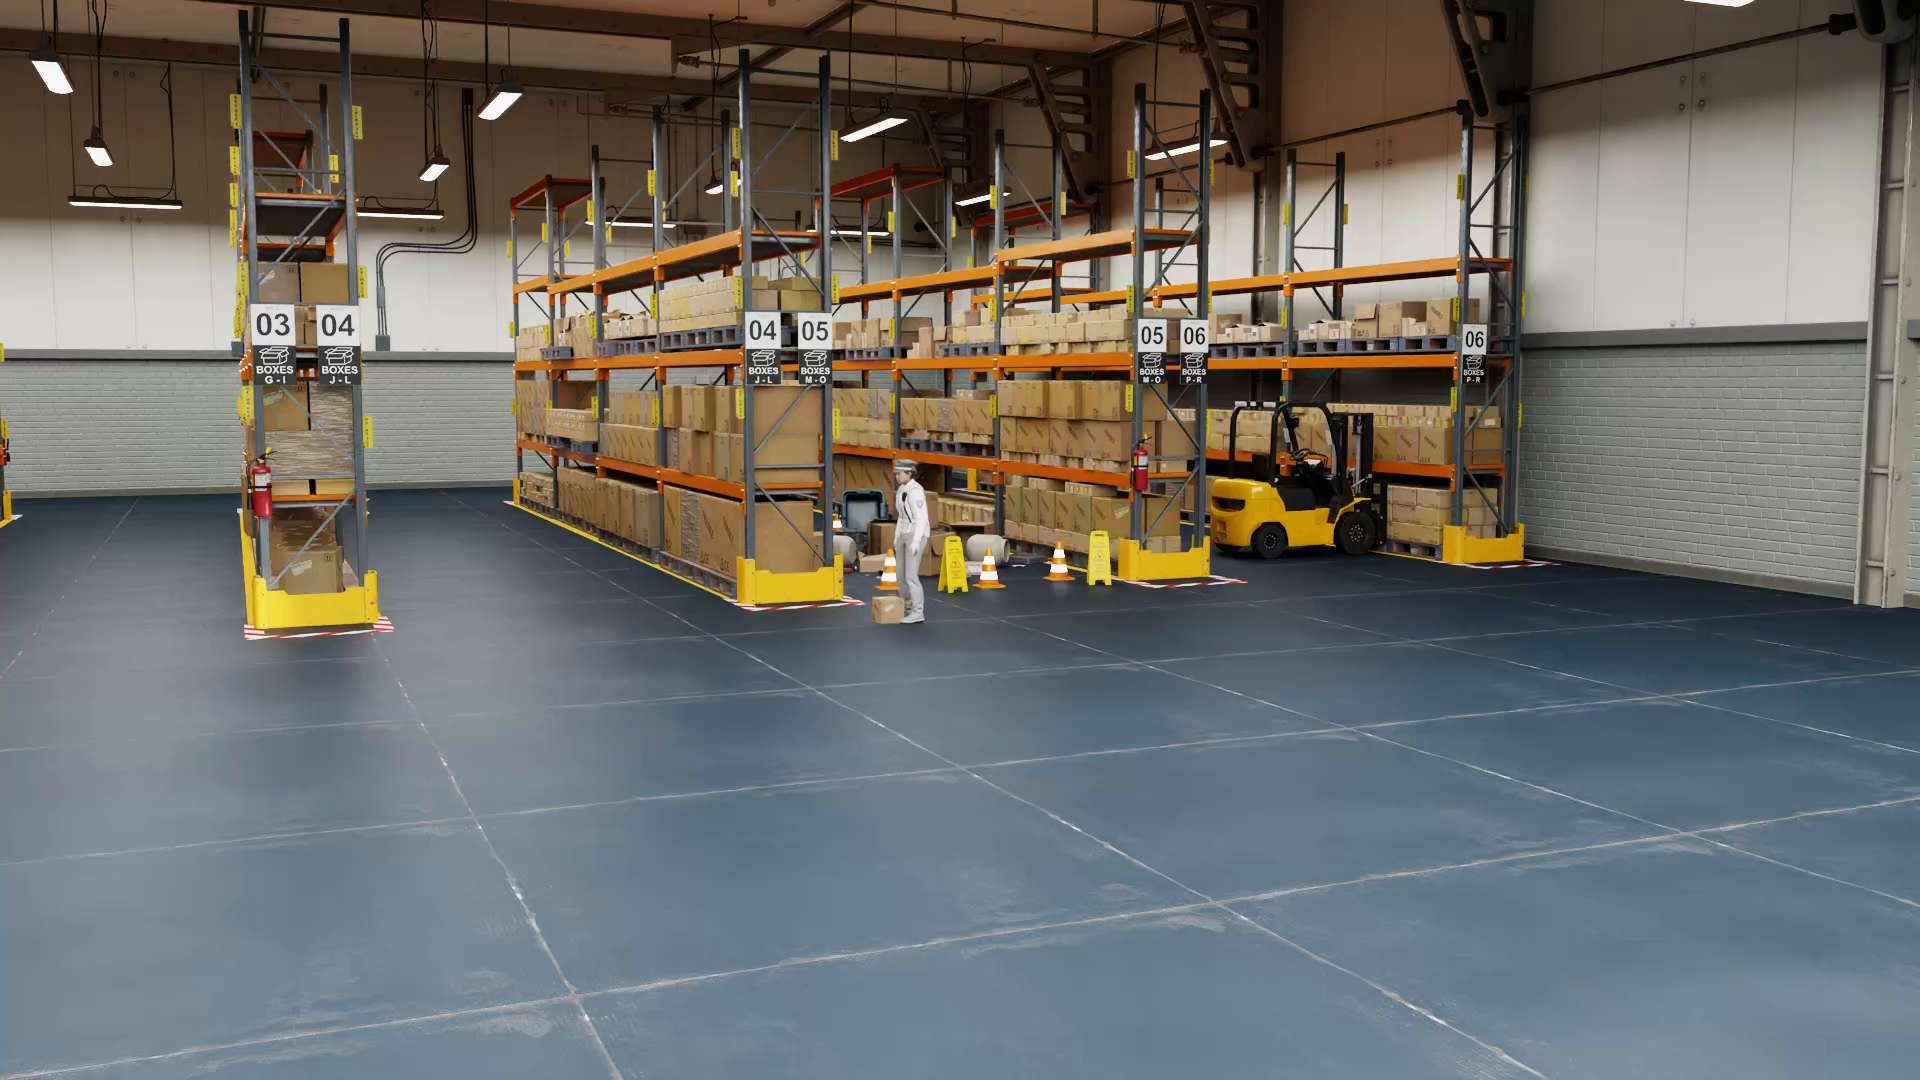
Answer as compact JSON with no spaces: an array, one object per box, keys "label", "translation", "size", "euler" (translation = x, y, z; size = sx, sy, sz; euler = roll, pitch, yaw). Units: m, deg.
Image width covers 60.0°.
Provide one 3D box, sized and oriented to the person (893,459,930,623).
[{"label":"person","translation":[-0.513,0.003,16.958],"size":[0.370,1.662,0.520],"euler":[-3,6,-26]}]
